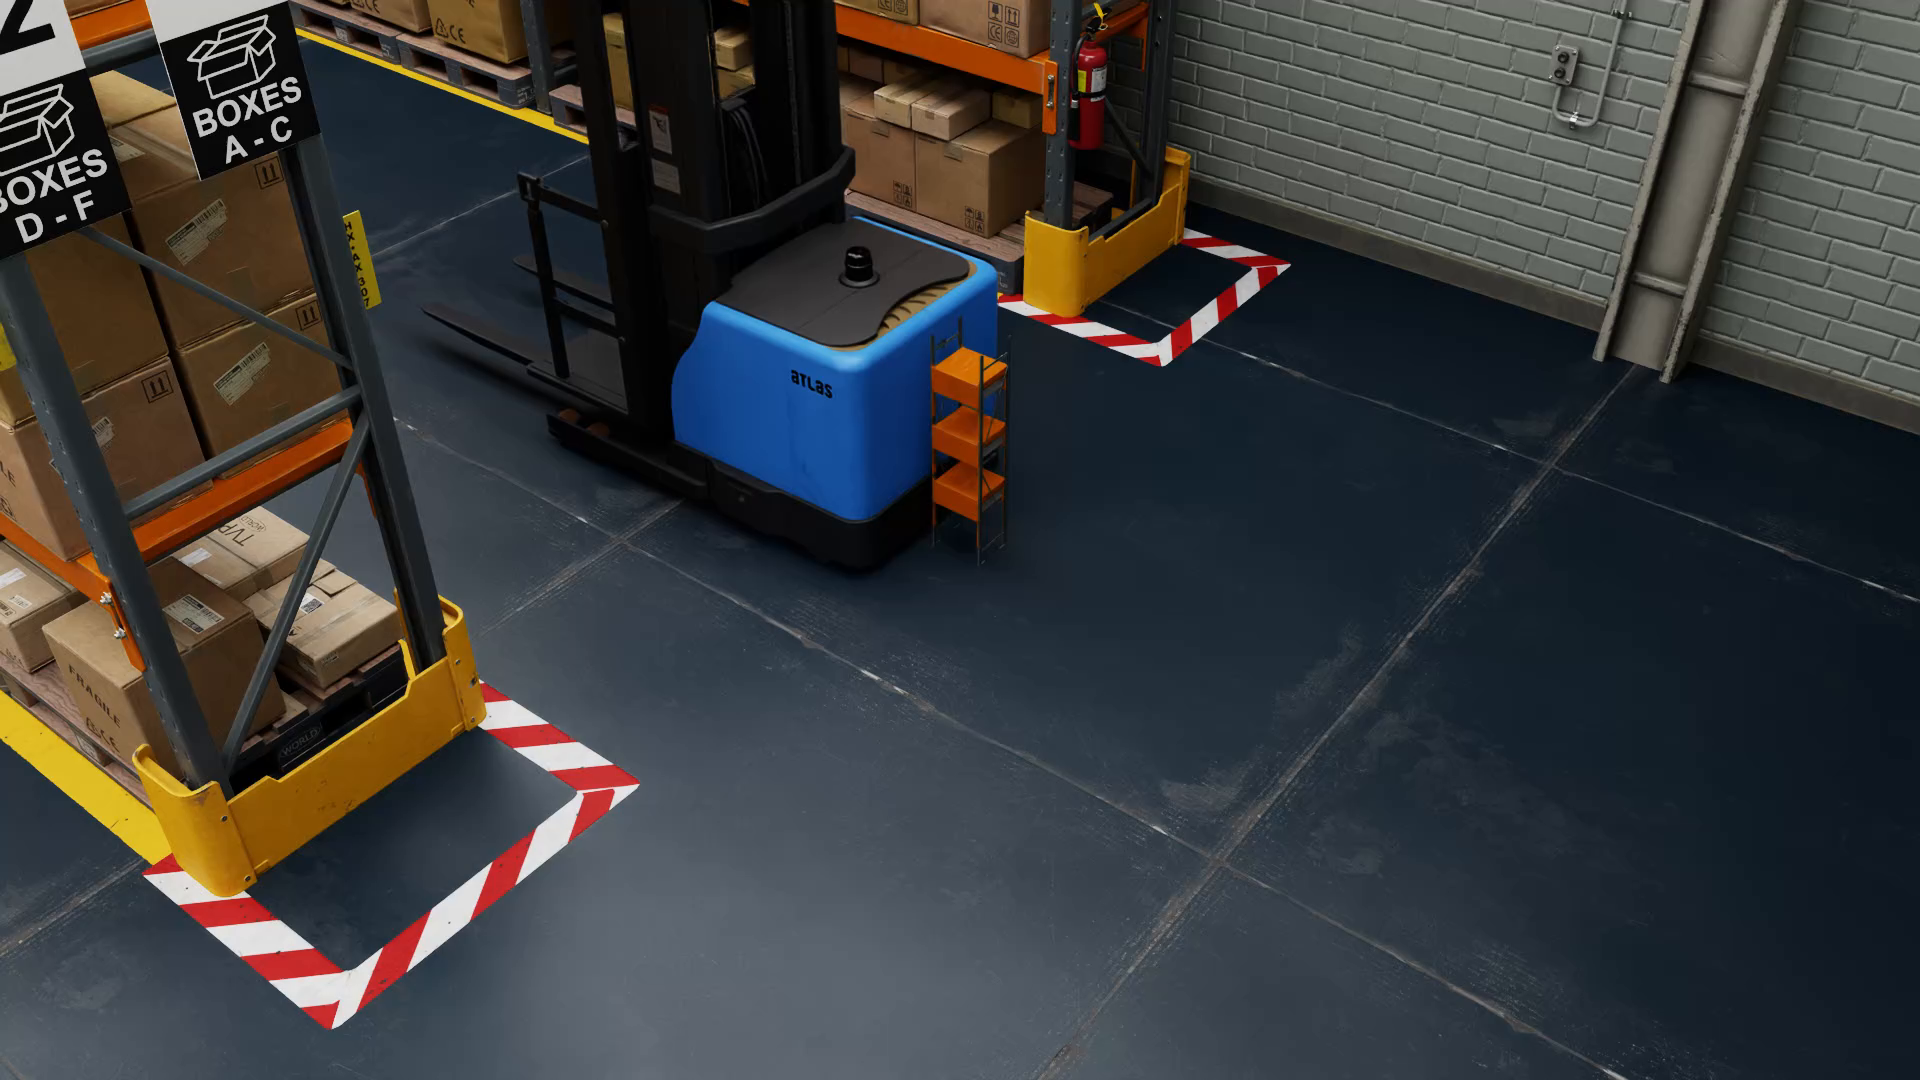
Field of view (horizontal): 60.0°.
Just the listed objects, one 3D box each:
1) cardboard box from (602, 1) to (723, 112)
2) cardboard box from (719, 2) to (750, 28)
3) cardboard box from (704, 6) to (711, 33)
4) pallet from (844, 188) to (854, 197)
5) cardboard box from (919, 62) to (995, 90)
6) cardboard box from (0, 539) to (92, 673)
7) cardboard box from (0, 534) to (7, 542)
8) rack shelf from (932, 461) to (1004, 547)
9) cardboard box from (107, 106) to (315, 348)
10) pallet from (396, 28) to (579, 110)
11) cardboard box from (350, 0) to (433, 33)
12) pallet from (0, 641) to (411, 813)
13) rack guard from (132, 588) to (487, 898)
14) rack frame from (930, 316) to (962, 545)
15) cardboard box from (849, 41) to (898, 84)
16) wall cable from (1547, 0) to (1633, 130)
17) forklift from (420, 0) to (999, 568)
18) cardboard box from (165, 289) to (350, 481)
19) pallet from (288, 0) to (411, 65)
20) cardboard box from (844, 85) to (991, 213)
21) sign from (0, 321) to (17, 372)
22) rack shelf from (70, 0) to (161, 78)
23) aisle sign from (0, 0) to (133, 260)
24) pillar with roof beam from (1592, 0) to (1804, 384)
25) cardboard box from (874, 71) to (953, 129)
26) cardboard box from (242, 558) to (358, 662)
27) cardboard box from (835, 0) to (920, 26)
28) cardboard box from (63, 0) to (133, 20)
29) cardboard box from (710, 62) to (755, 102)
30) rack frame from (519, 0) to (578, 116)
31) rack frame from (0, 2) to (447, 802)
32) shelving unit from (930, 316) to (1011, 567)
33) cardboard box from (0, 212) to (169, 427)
[{"bbox_3d":[-1.863,-3.040,10.386,0.500,0.500,0.700,26,45,29],"label":"cardboard box"},{"bbox_3d":[-1.228,-3.152,10.003,0.250,0.149,0.380,24,44,27],"label":"cardboard box"},{"bbox_3d":[-1.702,-3.077,9.908,0.250,0.149,0.380,27,45,30],"label":"cardboard box"},{"bbox_3d":[-0.865,-2.311,10.030,1.213,0.211,1.003,25,45,29],"label":"pallet"},{"bbox_3d":[-0.016,-2.581,9.274,0.250,0.149,0.380,25,45,29],"label":"cardboard box"},{"bbox_3d":[-3.542,0.192,6.445,0.500,0.250,0.500,25,45,29],"label":"cardboard box"},{"bbox_3d":[-3.906,-0.251,6.805,0.637,0.503,0.797,25,45,29],"label":"cardboard box"},{"bbox_3d":[0.043,-0.166,7.079,0.240,0.259,0.215,25,45,29],"label":"rack shelf"},{"bbox_3d":[-2.416,-0.992,5.192,0.500,0.500,0.500,27,45,30],"label":"cardboard box"},{"bbox_3d":[-3.053,-3.343,11.348,1.213,0.211,1.003,25,45,29],"label":"pallet"},{"bbox_3d":[-3.698,-4.019,11.353,0.750,0.750,0.750,27,45,30],"label":"cardboard box"},{"bbox_3d":[-2.918,0.508,6.430,1.213,0.211,1.003,25,45,29],"label":"pallet"},{"bbox_3d":[-2.284,0.692,5.960,0.348,0.500,1.175,25,45,29],"label":"rack guard"},{"bbox_3d":[-0.054,-0.439,6.959,0.008,1.050,0.200,25,45,29],"label":"rack frame"},{"bbox_3d":[-0.417,-2.770,9.515,0.250,0.149,0.380,26,45,29],"label":"cardboard box"},{"bbox_3d":[2.374,-3.074,7.919,1.851,1.984,0.084,25,45,29],"label":"wall cable"},{"bbox_3d":[-1.312,-1.768,7.131,3.031,2.935,1.130,24,44,28],"label":"forklift"},{"bbox_3d":[-2.416,-0.598,5.500,0.500,0.500,0.500,26,45,29],"label":"cardboard box"},{"bbox_3d":[-4.027,-3.799,11.932,1.213,0.211,1.003,25,45,29],"label":"pallet"},{"bbox_3d":[-0.232,-2.272,9.406,0.500,0.500,0.700,25,45,28],"label":"cardboard box"},{"bbox_3d":[-2.577,-0.580,4.362,0.005,0.325,0.100,25,45,29],"label":"sign"},{"bbox_3d":[-3.813,-1.910,5.407,4.000,0.370,1.077,25,45,29],"label":"rack shelf"},{"bbox_3d":[-2.356,-1.112,4.128,0.004,0.787,0.394,25,45,29],"label":"aisle sign"},{"bbox_3d":[0.837,-2.357,2.961,0.400,9.000,9.100,25,45,29],"label":"pillar with roof beam"},{"bbox_3d":[-0.250,-2.395,9.036,0.250,0.149,0.380,26,45,30],"label":"cardboard box"},{"bbox_3d":[-2.546,0.260,6.426,0.250,0.166,0.380,25,45,29],"label":"cardboard box"},{"bbox_3d":[-0.213,-3.262,8.740,0.700,0.700,0.980,25,44,28],"label":"cardboard box"},{"bbox_3d":[-2.478,-1.703,4.680,0.500,0.250,0.500,25,45,29],"label":"cardboard box"},{"bbox_3d":[-1.060,-2.656,9.897,0.500,0.500,0.700,26,45,30],"label":"cardboard box"},{"bbox_3d":[-2.395,-4.189,10.167,0.127,3.000,1.000,25,45,29],"label":"rack frame"},{"bbox_3d":[-2.224,-0.264,5.153,0.127,3.000,1.000,25,45,29],"label":"rack frame"},{"bbox_3d":[0.043,-0.393,6.901,0.252,1.050,0.215,25,45,29],"label":"shelving unit"},{"bbox_3d":[-2.745,-0.729,4.855,0.500,0.500,0.500,25,44,28],"label":"cardboard box"}]
